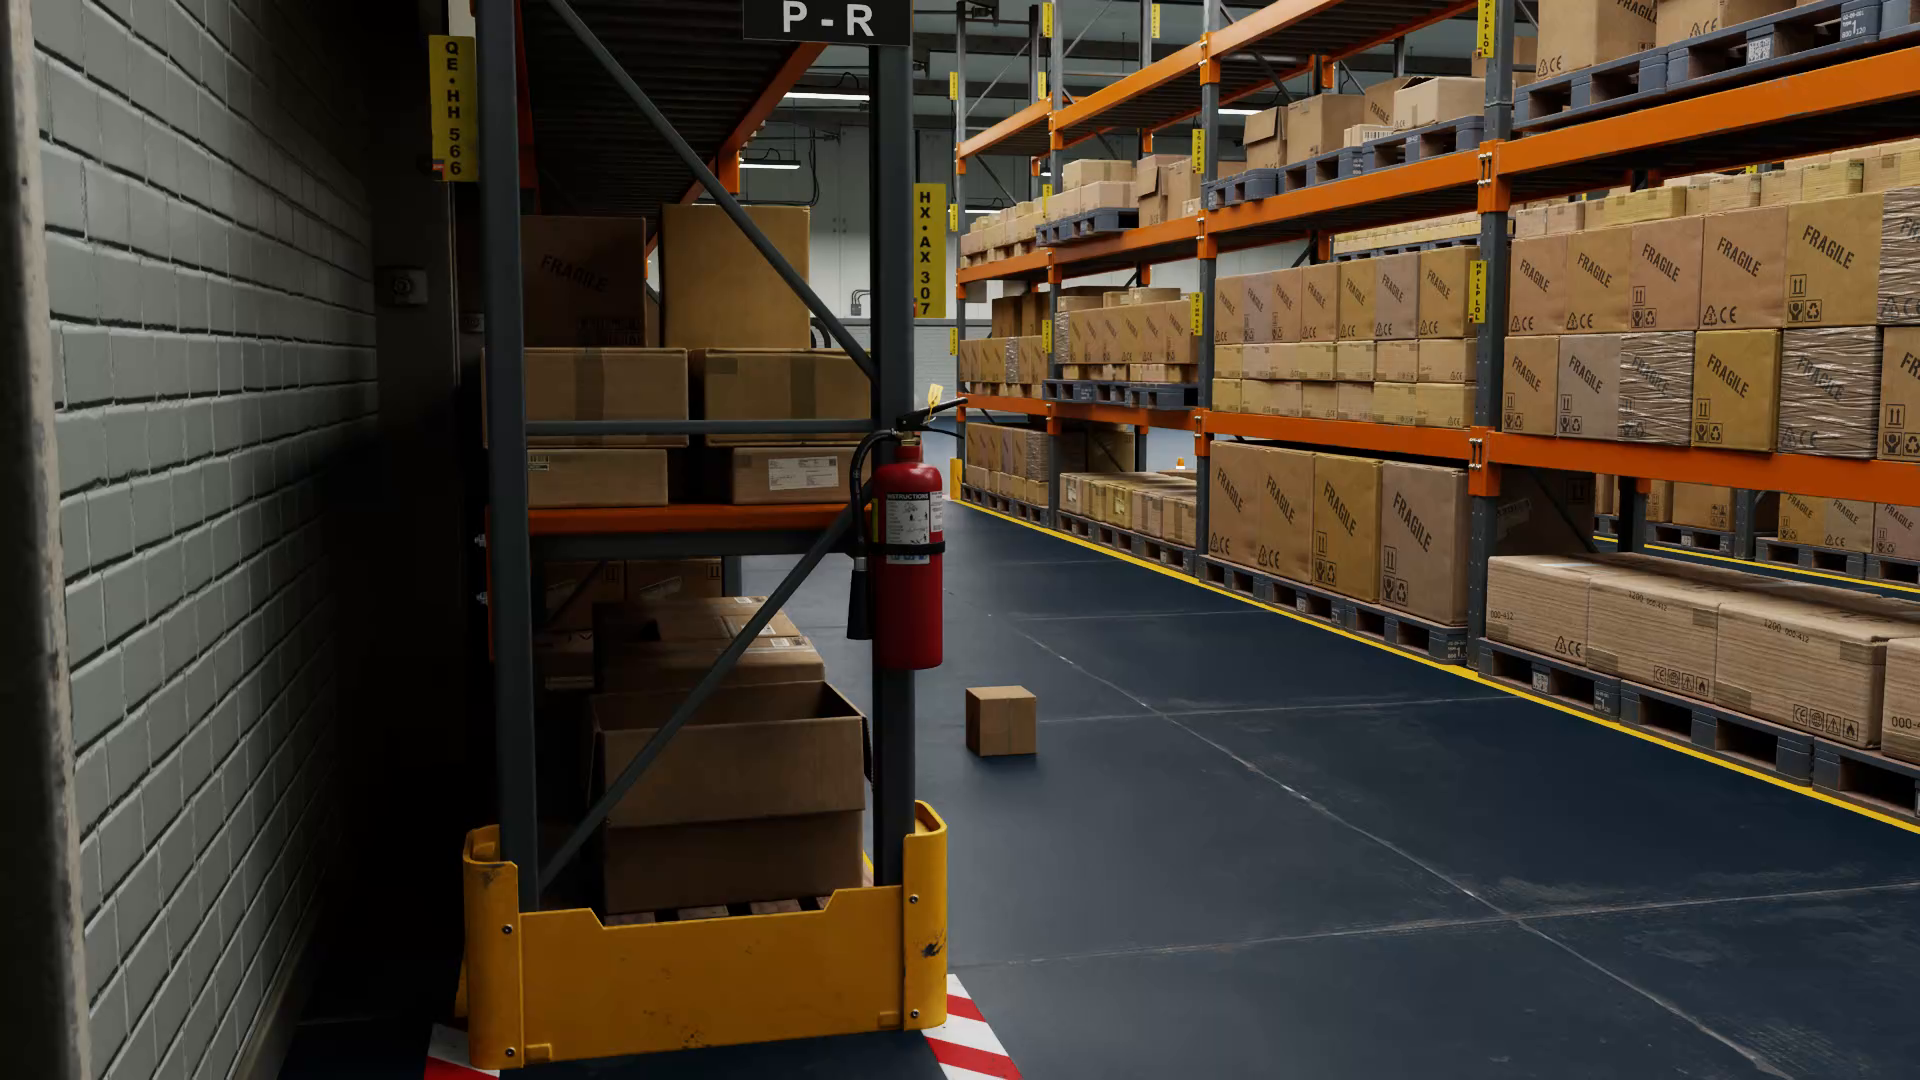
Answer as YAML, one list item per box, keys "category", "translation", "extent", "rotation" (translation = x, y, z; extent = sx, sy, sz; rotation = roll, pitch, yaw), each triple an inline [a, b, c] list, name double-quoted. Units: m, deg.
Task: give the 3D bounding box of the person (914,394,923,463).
- category: "person"
  translation: [-0.532, -0.505, 11.997]
  extent: [0.553, 1.766, 0.827]
  rotation: [-1, 6, -6]
